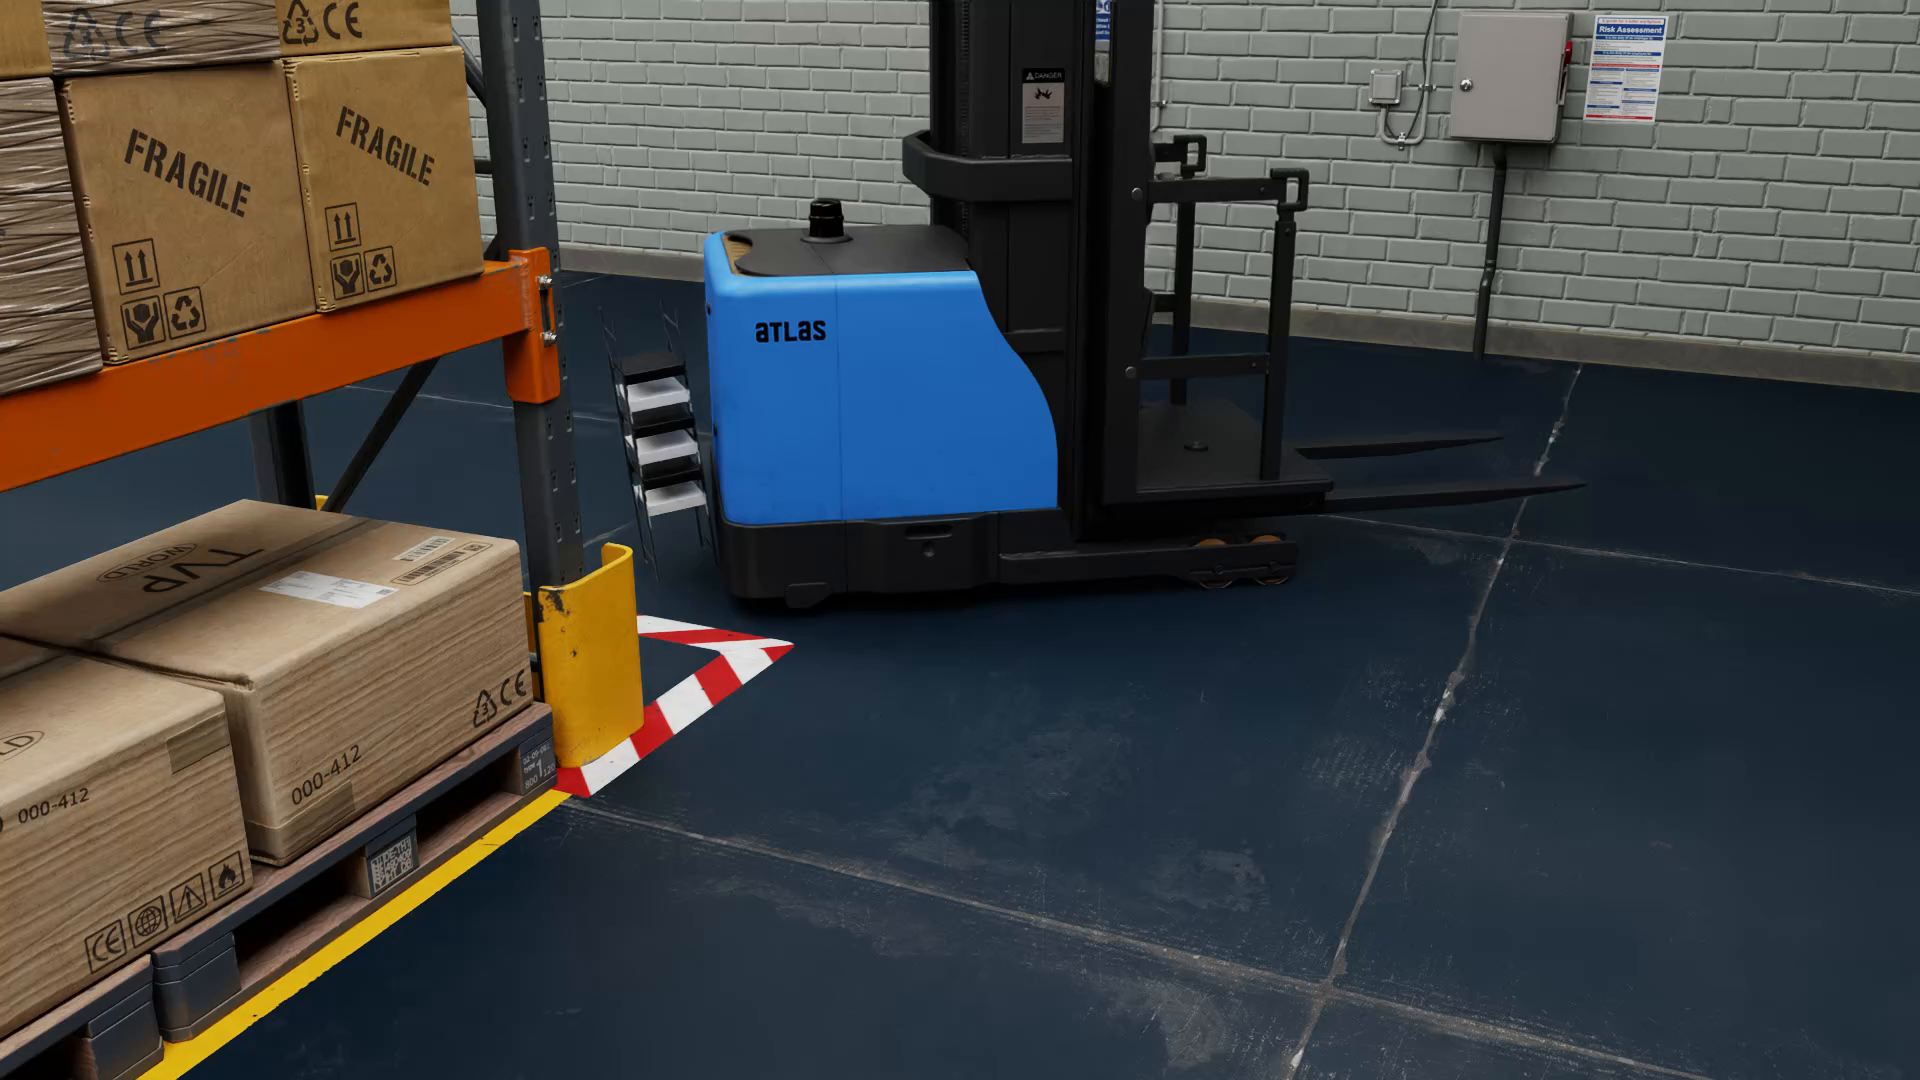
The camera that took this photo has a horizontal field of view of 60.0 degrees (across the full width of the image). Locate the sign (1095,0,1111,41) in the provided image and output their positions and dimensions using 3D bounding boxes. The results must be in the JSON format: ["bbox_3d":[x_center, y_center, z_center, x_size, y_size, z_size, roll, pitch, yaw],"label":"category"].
[{"bbox_3d":[0.812,-2.819,9.017,0.327,0.218,0.001,9,21,23],"label":"sign"}]

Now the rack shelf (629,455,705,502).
[{"bbox_3d":[-0.988,-0.219,5.582,0.200,0.077,0.258,-13,23,-18],"label":"rack shelf"}]

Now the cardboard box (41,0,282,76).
[{"bbox_3d":[-1.624,-1.114,2.984,0.500,0.500,0.500,9,21,23],"label":"cardboard box"}]

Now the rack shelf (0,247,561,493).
[{"bbox_3d":[-2.276,0.011,2.536,1.077,0.370,4.000,9,21,23],"label":"rack shelf"}]

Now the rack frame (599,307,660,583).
[{"bbox_3d":[-1.093,-0.311,5.504,0.006,0.900,0.240,-13,23,-18],"label":"rack frame"}]

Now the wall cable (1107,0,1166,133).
[{"bbox_3d":[0.831,-3.160,8.815,0.585,1.953,0.123,9,21,23],"label":"wall cable"}]

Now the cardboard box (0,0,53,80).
[{"bbox_3d":[-1.829,-0.963,2.560,0.500,0.500,0.500,8,21,22],"label":"cardboard box"}]

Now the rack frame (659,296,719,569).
[{"bbox_3d":[-0.906,-0.355,5.569,0.006,0.900,0.240,-13,23,-18],"label":"rack frame"}]

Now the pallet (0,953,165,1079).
[{"bbox_3d":[-2.214,1.001,2.840,1.003,0.211,1.213,9,21,23],"label":"pallet"}]

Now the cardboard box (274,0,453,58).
[{"bbox_3d":[-1.437,-1.278,3.444,0.500,0.500,0.500,9,22,24],"label":"cardboard box"}]

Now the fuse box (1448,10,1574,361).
[{"bbox_3d":[2.688,-1.727,8.271,0.539,1.711,0.414,9,21,23],"label":"fuse box"}]

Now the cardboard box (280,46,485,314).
[{"bbox_3d":[-1.413,-0.803,3.601,0.500,0.500,0.500,9,21,23],"label":"cardboard box"}]

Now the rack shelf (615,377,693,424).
[{"bbox_3d":[-1.013,-0.469,5.482,0.200,0.077,0.258,-13,23,-18],"label":"rack shelf"}]

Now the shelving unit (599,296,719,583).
[{"bbox_3d":[-0.999,-0.333,5.536,0.210,0.900,0.258,-13,23,-18],"label":"shelving unit"}]

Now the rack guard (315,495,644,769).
[{"bbox_3d":[-1.447,0.231,4.574,1.175,0.500,0.348,9,21,23],"label":"rack guard"}]

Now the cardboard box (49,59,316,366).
[{"bbox_3d":[-1.632,-0.652,3.176,0.500,0.500,0.500,8,21,22],"label":"cardboard box"}]

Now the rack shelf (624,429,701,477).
[{"bbox_3d":[-0.996,-0.302,5.549,0.200,0.077,0.258,-13,23,-18],"label":"rack shelf"}]

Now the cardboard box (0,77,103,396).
[{"bbox_3d":[-1.834,-0.493,2.730,0.500,0.500,0.500,9,22,24],"label":"cardboard box"}]

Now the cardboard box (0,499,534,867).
[{"bbox_3d":[-1.636,0.285,3.888,0.875,0.438,0.875,8,21,21],"label":"cardboard box"}]

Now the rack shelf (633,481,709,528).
[{"bbox_3d":[-0.979,-0.136,5.615,0.200,0.077,0.258,-13,23,-18],"label":"rack shelf"}]

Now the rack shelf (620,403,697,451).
[{"bbox_3d":[-1.005,-0.385,5.516,0.200,0.077,0.258,-13,23,-18],"label":"rack shelf"}]

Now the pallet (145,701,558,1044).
[{"bbox_3d":[-1.713,0.629,3.885,1.003,0.211,1.213,9,21,23],"label":"pallet"}]

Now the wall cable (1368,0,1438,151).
[{"bbox_3d":[2.130,-2.954,8.283,0.588,1.984,0.122,9,21,23],"label":"wall cable"}]

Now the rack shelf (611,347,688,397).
[{"bbox_3d":[-1.022,-0.552,5.449,0.200,0.077,0.258,-13,23,-18],"label":"rack shelf"}]

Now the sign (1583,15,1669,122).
[{"bbox_3d":[3.223,-2.285,8.058,0.329,0.494,0.001,9,21,23],"label":"sign"}]

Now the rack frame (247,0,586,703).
[{"bbox_3d":[-1.457,-0.940,4.135,1.000,3.000,0.127,9,21,23],"label":"rack frame"}]

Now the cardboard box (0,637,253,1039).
[{"bbox_3d":[-2.003,0.566,3.098,0.875,0.438,0.875,9,22,24],"label":"cardboard box"}]

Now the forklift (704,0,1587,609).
[{"bbox_3d":[0.664,-1.387,5.494,3.031,2.935,1.130,-4,20,-10],"label":"forklift"}]
